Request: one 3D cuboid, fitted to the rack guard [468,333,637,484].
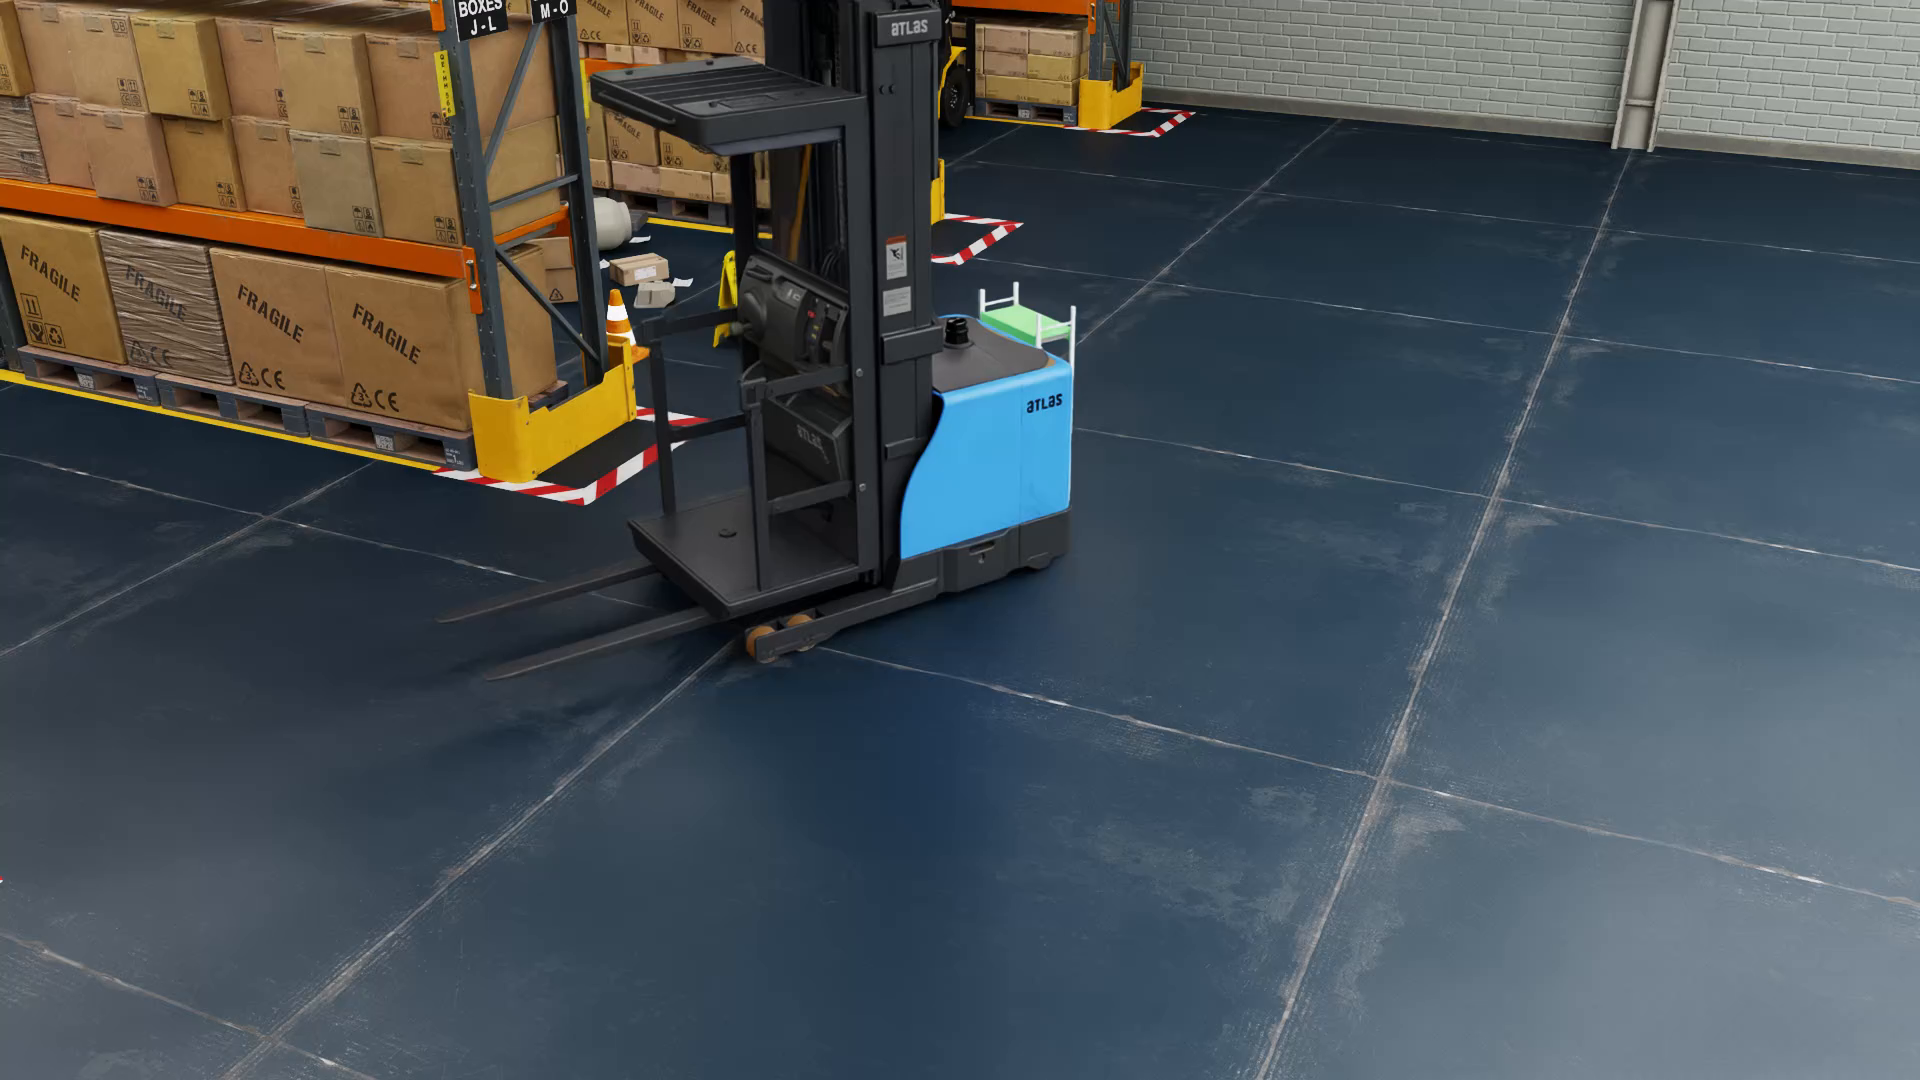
[{"bbox_3d":[-2.378,-0.800,9.809,0.348,0.500,1.175,11,28,22],"label":"rack guard"}]

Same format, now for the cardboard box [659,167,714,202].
[{"bbox_3d":[-2.237,-3.120,14.330,0.500,0.250,0.500,10,28,20],"label":"cardboard box"}]

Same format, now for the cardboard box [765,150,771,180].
[{"bbox_3d":[-1.280,-3.268,13.779,0.500,0.500,0.500,12,28,22],"label":"cardboard box"}]

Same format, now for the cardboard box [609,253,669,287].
[{"bbox_3d":[-2.471,-2.083,12.812,0.380,0.149,0.250,-18,31,-31],"label":"cardboard box"}]

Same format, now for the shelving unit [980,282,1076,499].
[{"bbox_3d":[0.346,-0.709,8.832,0.258,1.200,0.503,-17,31,-31],"label":"shelving unit"}]

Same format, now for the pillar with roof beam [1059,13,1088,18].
[{"bbox_3d":[-0.434,-7.381,13.555,0.400,9.000,9.100,11,28,22],"label":"pillar with roof beam"}]

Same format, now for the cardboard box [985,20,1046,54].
[{"bbox_3d":[0.593,-5.384,17.796,0.500,0.250,0.500,12,29,23],"label":"cardboard box"}]

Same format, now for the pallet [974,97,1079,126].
[{"bbox_3d":[0.895,-4.803,18.267,1.213,0.211,1.003,11,28,22],"label":"pallet"}]

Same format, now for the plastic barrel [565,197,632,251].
[{"bbox_3d":[-2.950,-2.548,13.446,0.512,0.421,0.421,-12,29,-23],"label":"plastic barrel"}]

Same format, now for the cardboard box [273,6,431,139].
[{"bbox_3d":[-3.260,-2.625,9.292,0.550,0.550,0.875,11,28,22],"label":"cardboard box"}]

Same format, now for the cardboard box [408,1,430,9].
[{"bbox_3d":[-4.667,-4.725,14.760,0.250,0.149,0.380,12,29,23],"label":"cardboard box"}]

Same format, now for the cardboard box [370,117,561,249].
[{"bbox_3d":[-2.756,-2.043,9.333,0.550,0.550,0.875,11,28,22],"label":"cardboard box"}]

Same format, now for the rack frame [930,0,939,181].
[{"bbox_3d":[-0.443,-3.935,13.346,0.127,3.000,1.000,11,28,22],"label":"rack frame"}]

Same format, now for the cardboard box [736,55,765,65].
[{"bbox_3d":[-1.620,-3.896,13.553,0.250,0.149,0.380,12,29,23],"label":"cardboard box"}]

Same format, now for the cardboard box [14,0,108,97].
[{"bbox_3d":[-5.171,-3.074,10.205,0.550,0.550,0.875,11,28,22],"label":"cardboard box"}]

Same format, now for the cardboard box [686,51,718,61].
[{"bbox_3d":[-2.065,-4.010,13.783,0.250,0.149,0.380,11,28,21],"label":"cardboard box"}]

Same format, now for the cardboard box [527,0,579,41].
[{"bbox_3d":[-3.332,-4.569,14.185,0.500,0.500,0.500,11,28,22],"label":"cardboard box"}]

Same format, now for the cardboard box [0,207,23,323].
[{"bbox_3d":[-6.643,-1.914,11.312,0.750,0.750,1.050,11,28,22],"label":"cardboard box"}]

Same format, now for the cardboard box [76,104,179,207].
[{"bbox_3d":[-4.747,-2.424,10.108,0.550,0.550,0.875,11,28,22],"label":"cardboard box"}]

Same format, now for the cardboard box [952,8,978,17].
[{"bbox_3d":[-0.121,-5.781,18.601,0.500,0.250,0.500,11,28,21],"label":"cardboard box"}]

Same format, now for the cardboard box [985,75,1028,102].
[{"bbox_3d":[0.601,-4.940,18.025,0.500,0.250,0.500,11,28,22],"label":"cardboard box"}]

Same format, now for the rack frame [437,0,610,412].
[{"bbox_3d":[-2.400,-1.926,9.266,0.127,3.000,1.000,11,28,22],"label":"rack frame"}]

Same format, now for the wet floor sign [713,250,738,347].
[{"bbox_3d":[-1.554,-1.660,11.392,0.232,0.644,0.267,6,27,13],"label":"wet floor sign"}]

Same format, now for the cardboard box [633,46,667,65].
[{"bbox_3d":[-2.528,-4.094,13.954,0.250,0.149,0.380,11,28,22],"label":"cardboard box"}]

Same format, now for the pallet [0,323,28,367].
[{"bbox_3d":[-6.775,-1.517,11.592,1.213,0.211,1.003,11,28,22],"label":"pallet"}]

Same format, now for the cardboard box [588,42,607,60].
[{"bbox_3d":[-2.958,-4.210,14.189,0.250,0.149,0.380,11,28,22],"label":"cardboard box"}]

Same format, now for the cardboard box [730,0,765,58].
[{"bbox_3d":[-1.505,-4.195,13.424,0.500,0.500,0.500,11,28,22],"label":"cardboard box"}]

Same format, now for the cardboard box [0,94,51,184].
[{"bbox_3d":[-5.700,-2.662,10.591,0.550,0.550,0.875,11,28,22],"label":"cardboard box"}]

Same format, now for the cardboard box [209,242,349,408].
[{"bbox_3d":[-3.846,-1.418,10.165,0.875,0.875,0.875,11,28,21],"label":"cardboard box"}]

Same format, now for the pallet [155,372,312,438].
[{"bbox_3d":[-4.267,-1.013,10.569,1.213,0.211,1.003,11,28,22],"label":"pallet"}]

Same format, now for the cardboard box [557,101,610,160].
[{"bbox_3d":[-3.166,-3.648,14.552,0.500,0.500,0.500,13,29,24],"label":"cardboard box"}]

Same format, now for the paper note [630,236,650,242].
[{"bbox_3d":[-2.652,-2.496,13.784,0.148,0.019,0.142,2,26,4],"label":"paper note"}]

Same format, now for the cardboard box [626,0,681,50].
[{"bbox_3d":[-2.412,-4.388,13.817,0.500,0.500,0.500,12,29,22],"label":"cardboard box"}]

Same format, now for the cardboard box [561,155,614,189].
[{"bbox_3d":[-3.168,-3.311,14.717,0.500,0.250,0.500,13,29,25],"label":"cardboard box"}]

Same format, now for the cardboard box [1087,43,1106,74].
[{"bbox_3d":[1.267,-5.280,18.149,0.500,0.250,0.500,12,29,23],"label":"cardboard box"}]

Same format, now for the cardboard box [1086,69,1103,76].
[{"bbox_3d":[1.242,-5.054,18.258,0.500,0.250,0.500,11,28,22],"label":"cardboard box"}]

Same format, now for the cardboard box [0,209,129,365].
[{"bbox_3d":[-5.497,-1.749,10.837,0.875,0.875,0.875,12,29,23],"label":"cardboard box"}]

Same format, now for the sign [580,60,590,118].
[{"bbox_3d":[-2.165,-2.572,9.508,0.005,0.325,0.100,11,28,22],"label":"sign"}]

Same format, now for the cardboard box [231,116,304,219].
[{"bbox_3d":[-3.724,-2.287,9.830,0.550,0.550,0.875,11,28,22],"label":"cardboard box"}]

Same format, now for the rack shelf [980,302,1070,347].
[{"bbox_3d":[0.346,-1.082,8.648,0.258,0.148,0.480,-17,31,-31],"label":"rack shelf"}]

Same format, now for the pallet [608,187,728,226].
[{"bbox_3d":[-2.343,-3.084,14.775,1.213,0.211,1.003,11,28,22],"label":"pallet"}]

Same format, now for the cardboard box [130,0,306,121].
[{"bbox_3d":[-4.250,-2.826,9.702,0.500,0.550,0.875,11,28,22],"label":"cardboard box"}]

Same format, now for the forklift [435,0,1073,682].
[{"bbox_3d":[-0.939,-1.018,7.499,3.031,2.935,1.130,-17,31,-30],"label":"forklift"}]

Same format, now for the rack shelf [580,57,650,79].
[{"bbox_3d":[-2.263,-3.978,14.248,4.000,0.370,1.077,11,28,22],"label":"rack shelf"}]

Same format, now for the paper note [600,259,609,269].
[{"bbox_3d":[-2.838,-2.186,13.168,0.142,0.019,0.148,23,35,39],"label":"paper note"}]

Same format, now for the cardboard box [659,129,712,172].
[{"bbox_3d":[-2.213,-3.457,14.164,0.500,0.500,0.500,11,28,21],"label":"cardboard box"}]

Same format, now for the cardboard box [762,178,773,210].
[{"bbox_3d":[-1.312,-2.933,13.950,0.500,0.250,0.500,11,28,22],"label":"cardboard box"}]

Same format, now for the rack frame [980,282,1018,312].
[{"bbox_3d":[0.207,-0.798,9.012,0.240,1.200,0.015,-17,31,-31],"label":"rack frame"}]

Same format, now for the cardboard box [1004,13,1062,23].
[{"bbox_3d":[0.793,-5.588,18.210,0.500,0.250,0.500,11,28,22],"label":"cardboard box"}]

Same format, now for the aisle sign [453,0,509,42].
[{"bbox_3d":[-2.459,-2.959,8.420,0.004,0.787,0.394,11,28,22],"label":"aisle sign"}]

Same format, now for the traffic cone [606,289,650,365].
[{"bbox_3d":[-2.295,-1.456,11.183,0.334,0.463,0.336,11,28,22],"label":"traffic cone"}]

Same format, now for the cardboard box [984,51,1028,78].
[{"bbox_3d":[0.584,-5.170,17.926,0.500,0.250,0.500,11,28,21],"label":"cardboard box"}]

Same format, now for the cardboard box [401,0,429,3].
[{"bbox_3d":[-4.599,-5.025,14.635,0.500,0.500,0.500,11,28,21],"label":"cardboard box"}]

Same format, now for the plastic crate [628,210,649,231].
[{"bbox_3d":[-2.994,-2.739,14.224,0.583,0.080,0.402,2,26,4],"label":"plastic crate"}]

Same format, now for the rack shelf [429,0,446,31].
[{"bbox_3d":[-4.220,-3.315,9.505,4.000,0.370,1.077,11,28,22],"label":"rack shelf"}]
